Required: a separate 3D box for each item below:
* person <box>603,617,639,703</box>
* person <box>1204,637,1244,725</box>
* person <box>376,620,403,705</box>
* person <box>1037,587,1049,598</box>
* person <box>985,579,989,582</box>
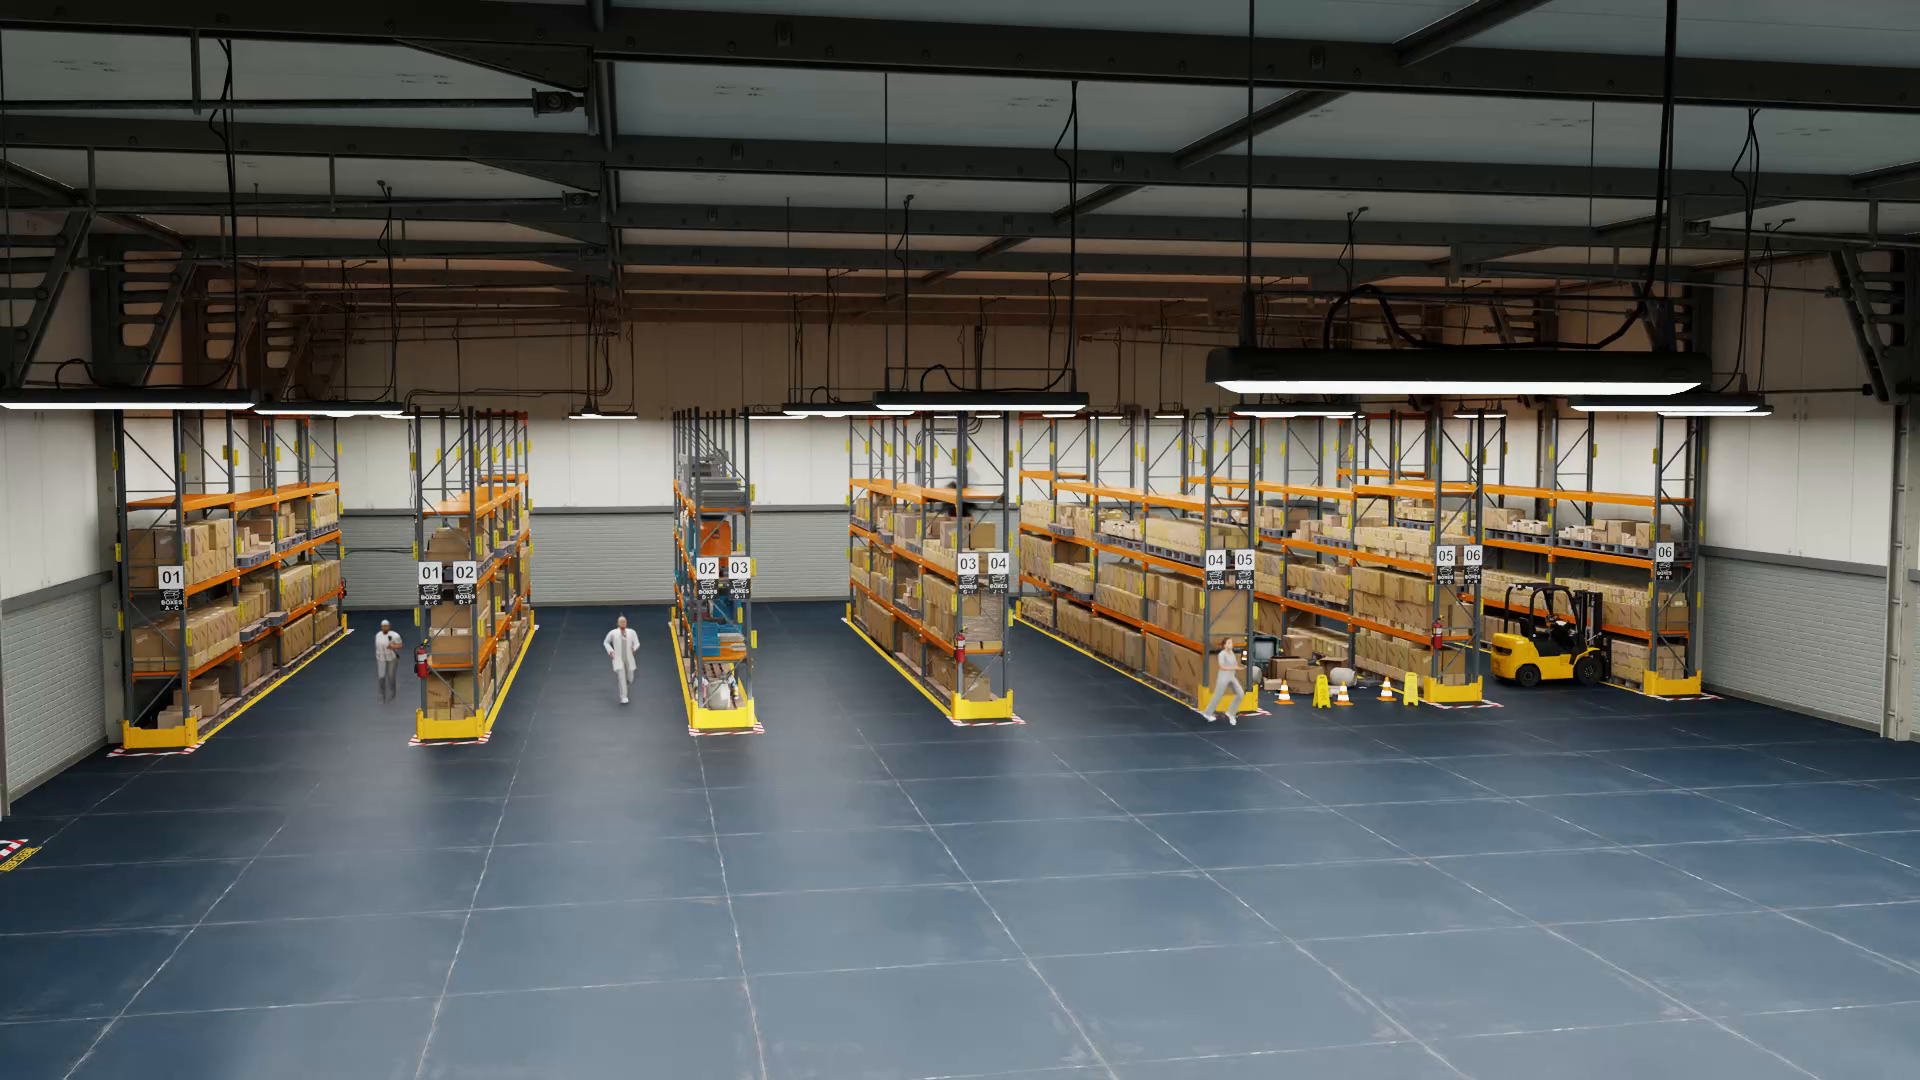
[{"bbox_3d":[-6.912,2.435,34.024,0.715,1.735,0.826,-2,4,-24],"label":"person"},{"bbox_3d":[5.029,2.654,31.430,0.571,1.674,0.860,-4,5,-41],"label":"person"},{"bbox_3d":[-11.676,2.490,34.001,0.581,1.711,0.808,-1,4,-8],"label":"person"},{"bbox_3d":[2.566,1.386,50.126,0.658,1.537,0.710,2,5,27],"label":"person"},{"bbox_3d":[0.859,1.456,49.181,0.462,1.565,0.564,-3,5,-37],"label":"person"}]
